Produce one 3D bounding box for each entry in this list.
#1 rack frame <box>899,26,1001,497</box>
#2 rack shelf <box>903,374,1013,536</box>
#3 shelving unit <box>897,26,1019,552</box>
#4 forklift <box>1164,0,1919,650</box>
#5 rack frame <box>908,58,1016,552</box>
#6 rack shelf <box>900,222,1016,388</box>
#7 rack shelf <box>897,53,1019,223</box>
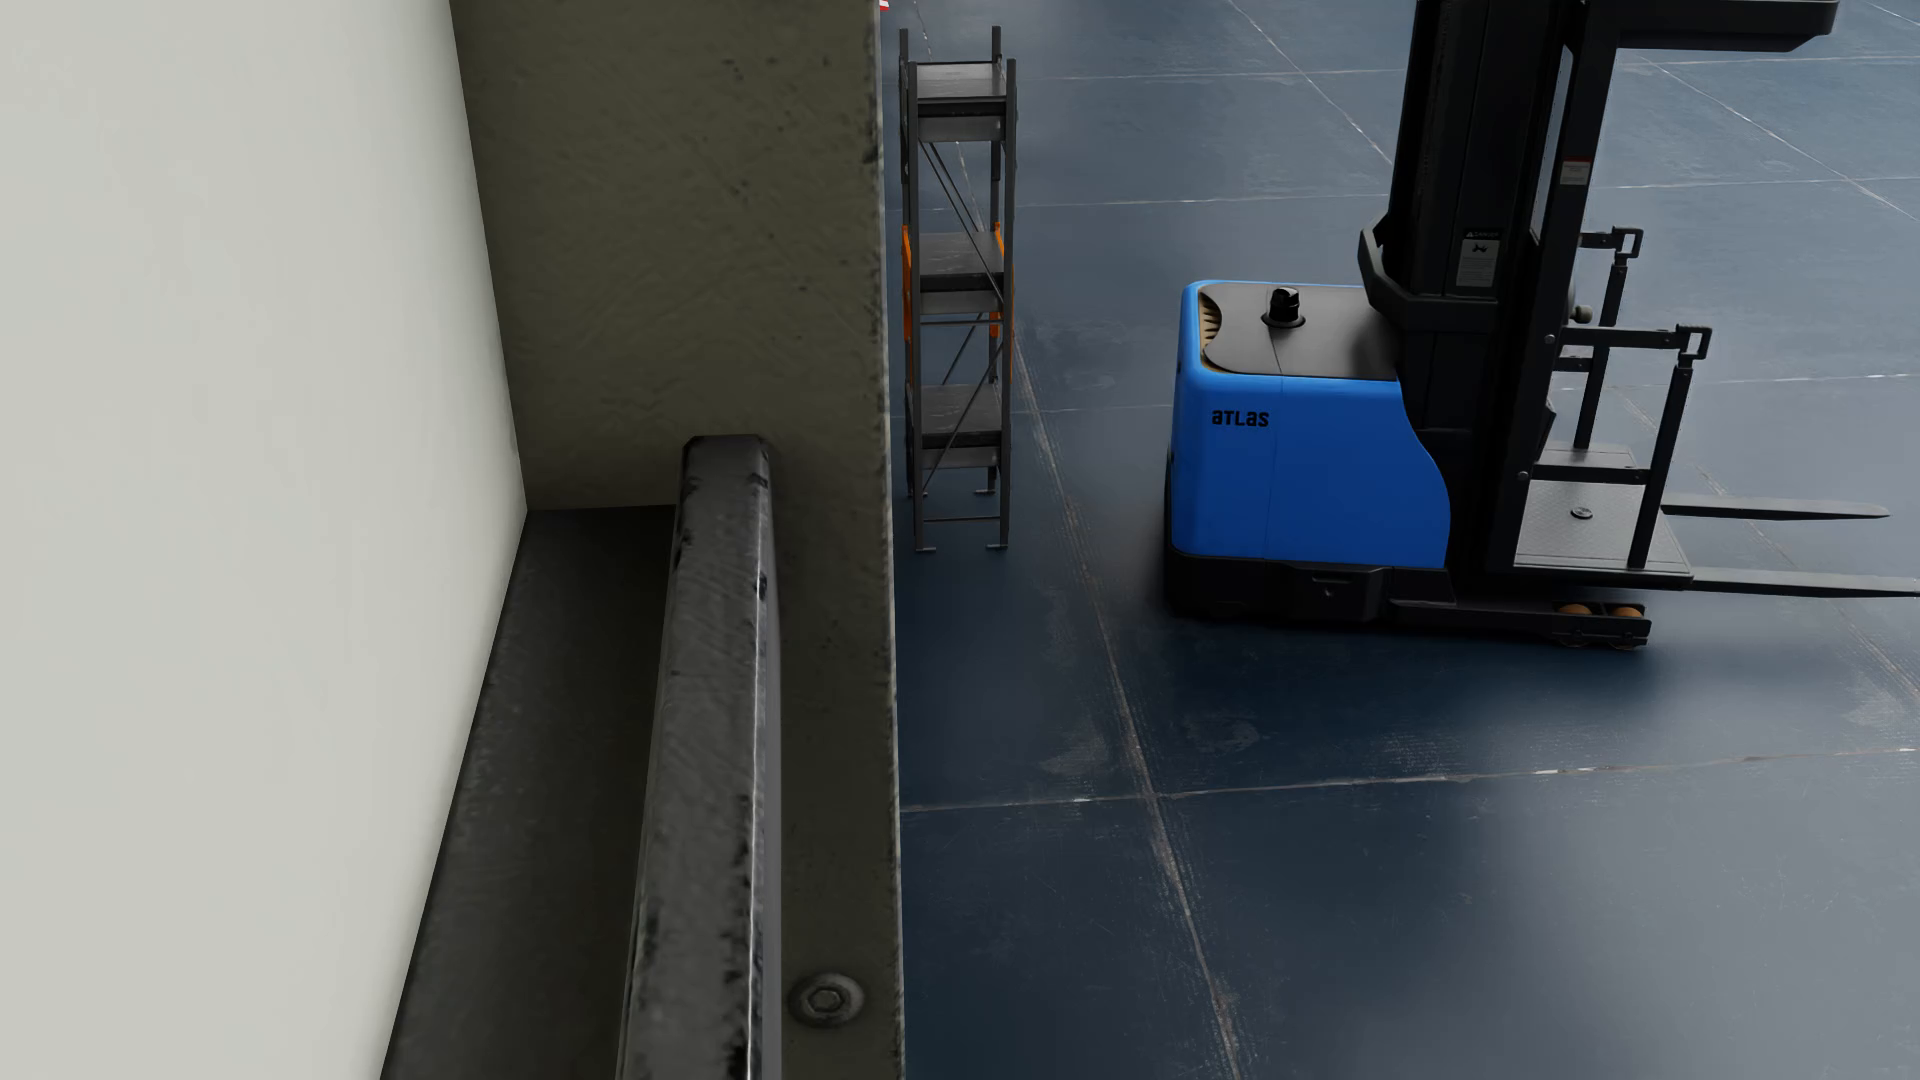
[{"bbox_3d":[-0.038,-1.111,7.062,0.400,2.100,0.015,-3,31,-5],"label":"rack frame"},{"bbox_3d":[-0.015,-0.373,7.219,0.431,0.518,0.480,-3,31,-5],"label":"rack shelf"},{"bbox_3d":[-0.015,-0.986,6.853,0.431,2.100,0.503,-3,31,-5],"label":"shelving unit"},{"bbox_3d":[2.381,-1.115,6.258,3.031,2.935,1.130,3,31,5],"label":"forklift"},{"bbox_3d":[0.007,-0.861,6.644,0.400,2.100,0.015,-3,31,-5],"label":"rack frame"},{"bbox_3d":[-0.015,-0.974,6.860,0.431,0.518,0.480,-3,31,-5],"label":"rack shelf"},{"bbox_3d":[-0.015,-1.575,6.501,0.431,0.518,0.480,-3,31,-5],"label":"rack shelf"}]
